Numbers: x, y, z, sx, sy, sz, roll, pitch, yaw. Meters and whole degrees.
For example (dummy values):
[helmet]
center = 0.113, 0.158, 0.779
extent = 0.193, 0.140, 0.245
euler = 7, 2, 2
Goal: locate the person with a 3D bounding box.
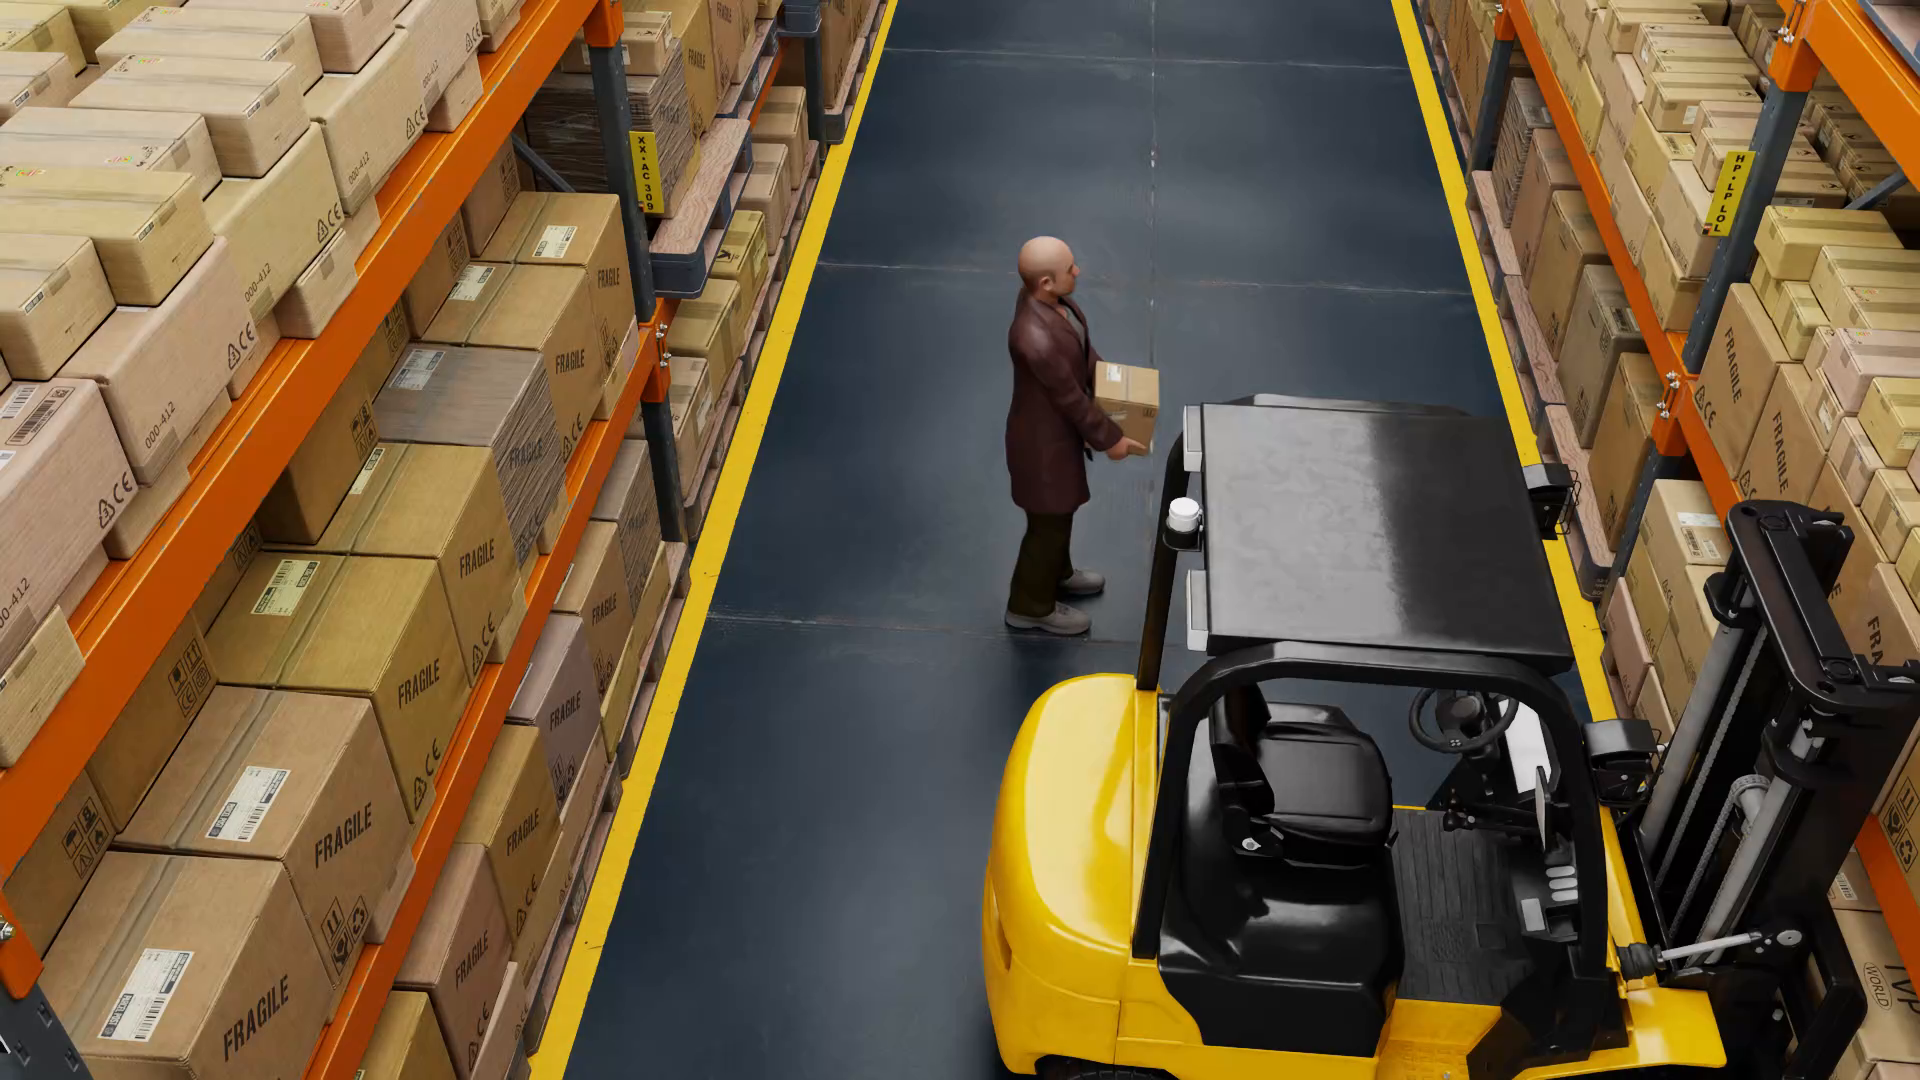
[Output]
[person]
center = 0.460, -0.407, 6.663
extent = 0.553, 1.779, 0.524
euler = 3, 40, 4
